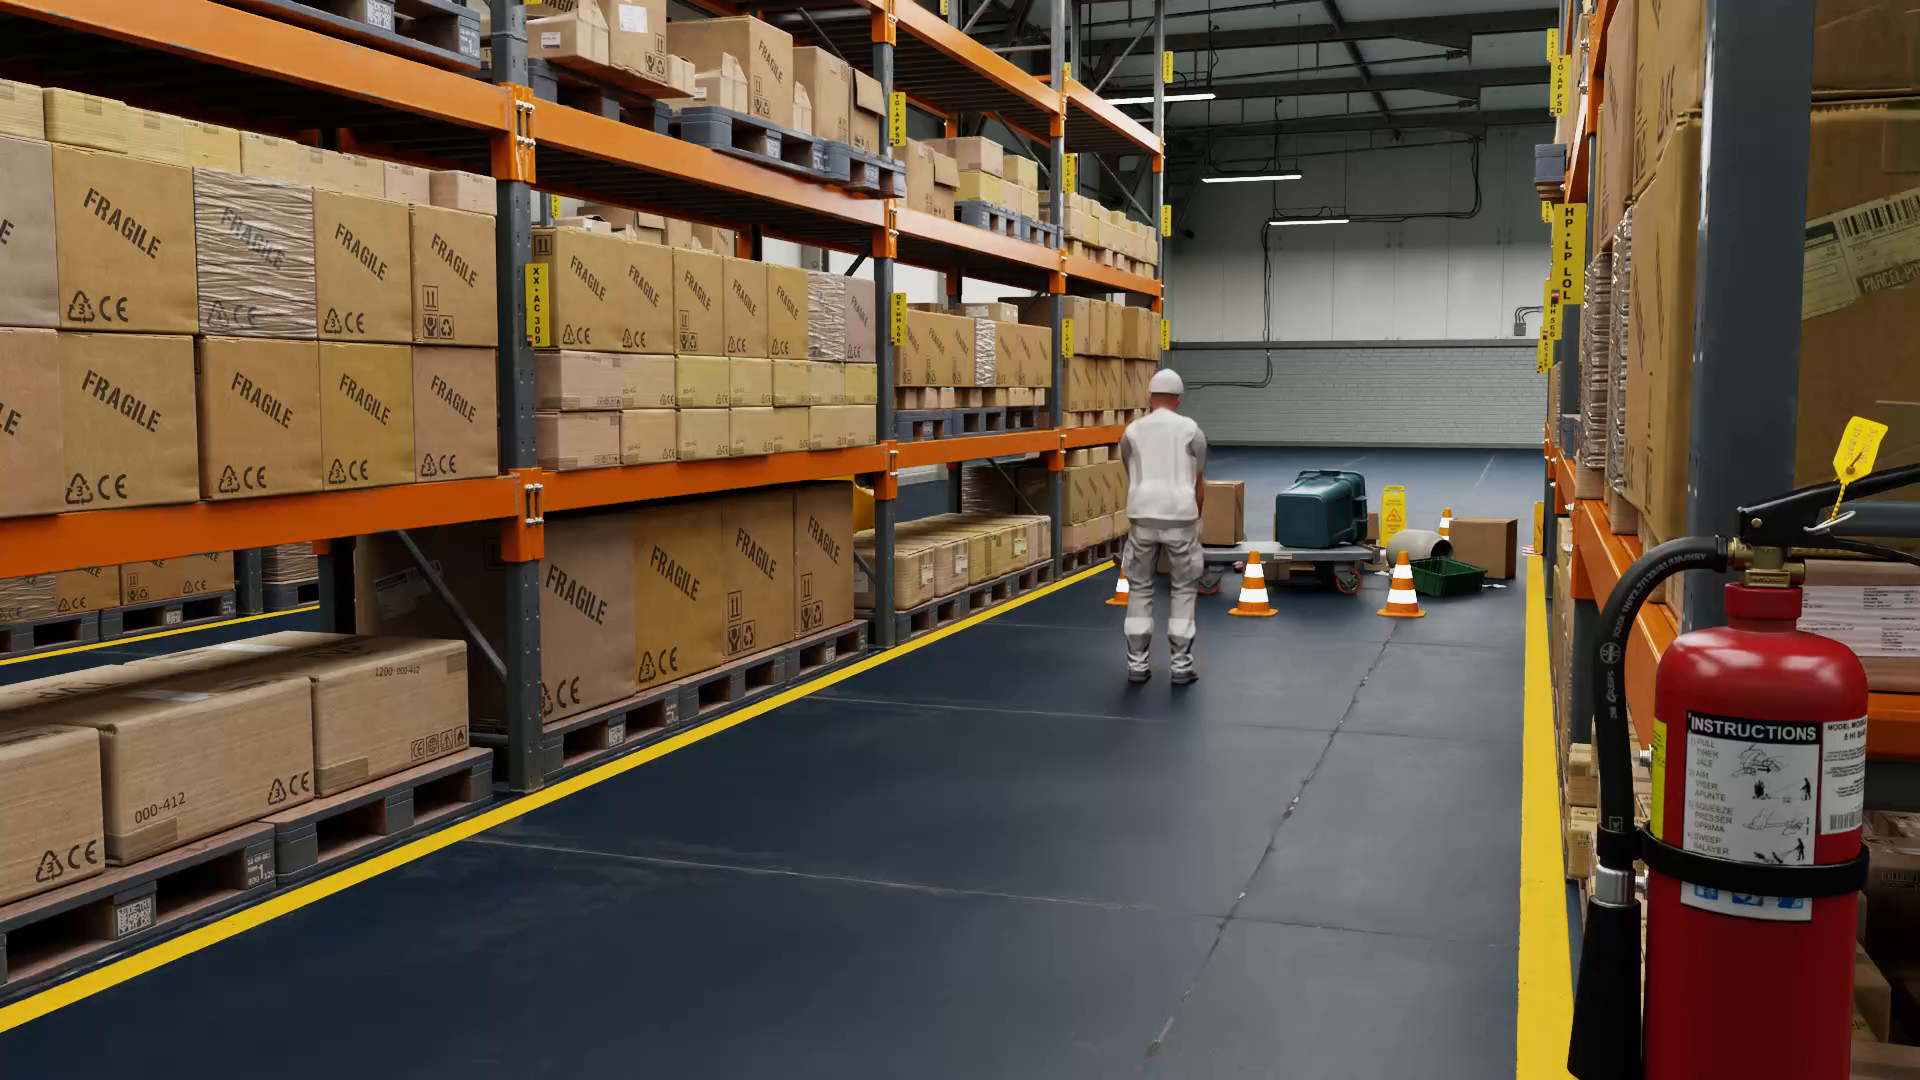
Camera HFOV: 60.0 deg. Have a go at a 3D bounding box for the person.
[{"bbox_3d":[15.608,-0.409,13.258,25.717,1.716,16.635,2,5,18],"label":"person"}]
